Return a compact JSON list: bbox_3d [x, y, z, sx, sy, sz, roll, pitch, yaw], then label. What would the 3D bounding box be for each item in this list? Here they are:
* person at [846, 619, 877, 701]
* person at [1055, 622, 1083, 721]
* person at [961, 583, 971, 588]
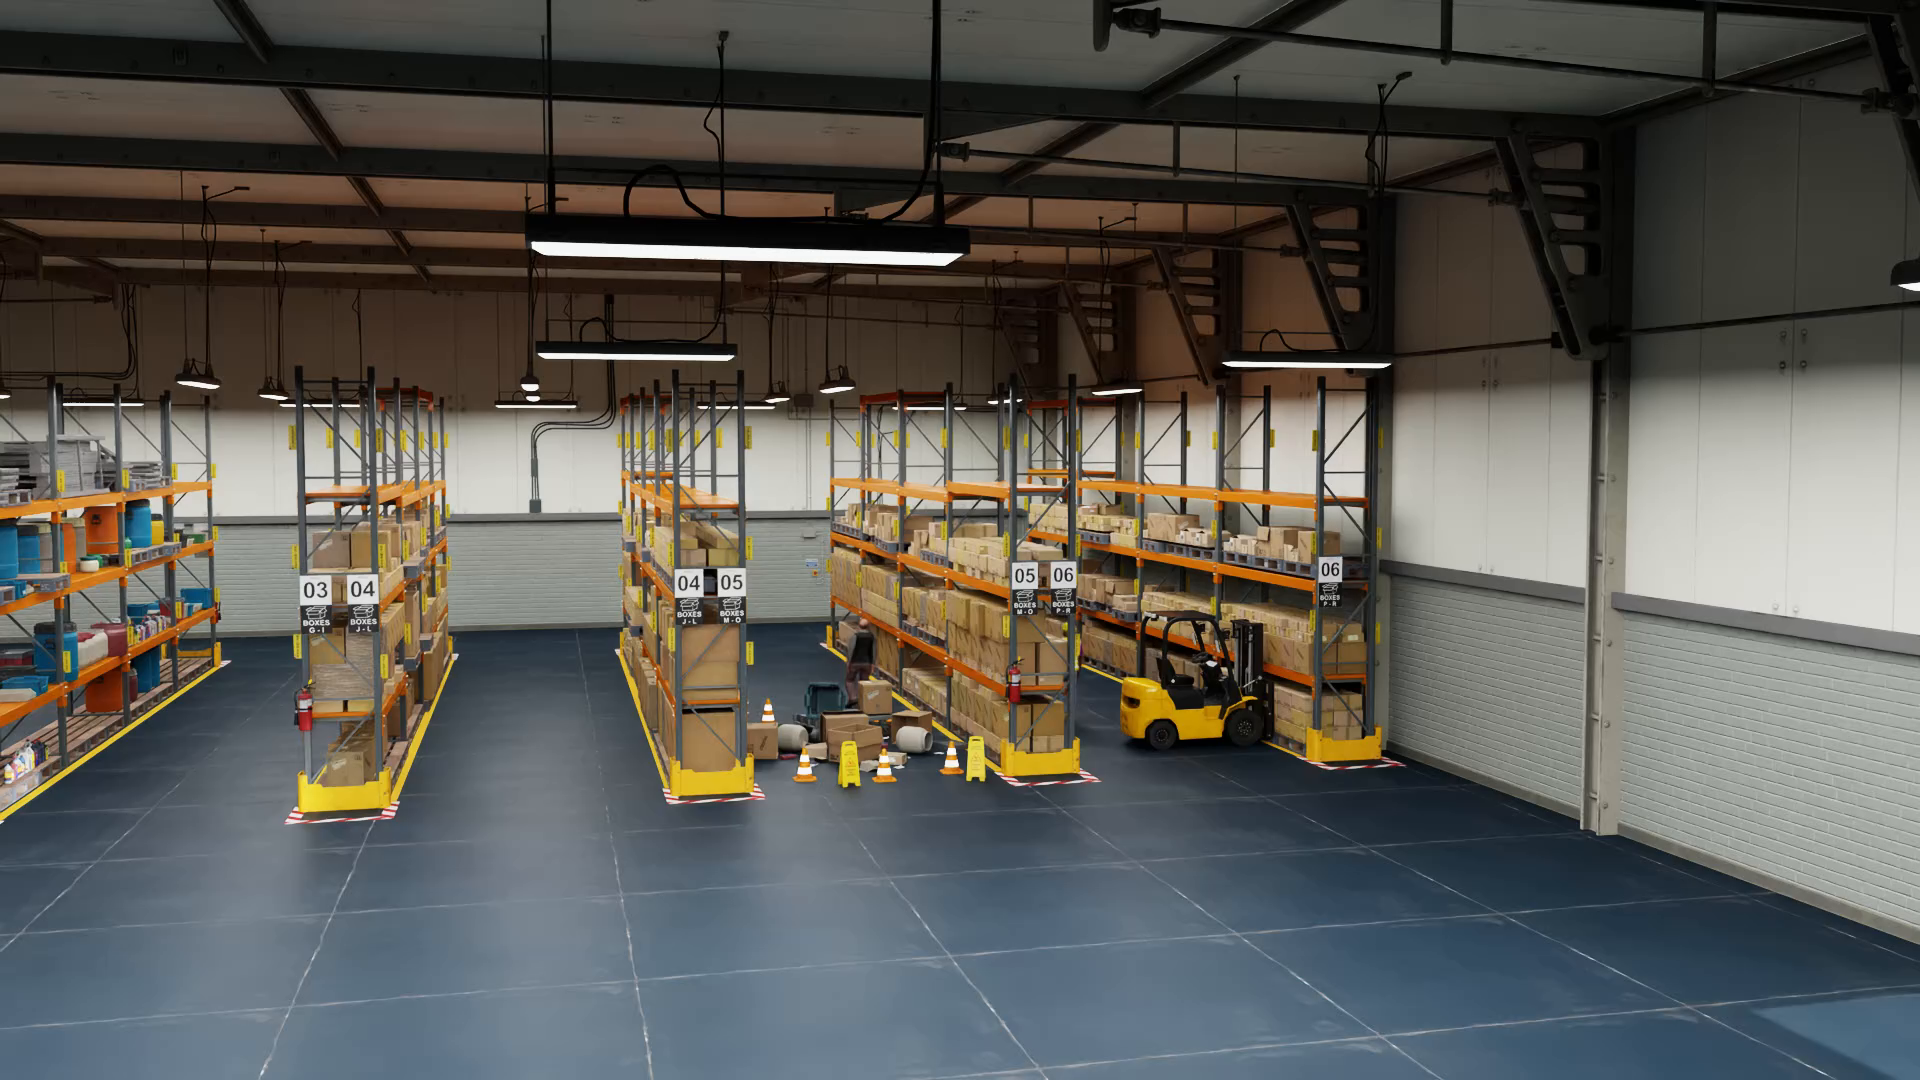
[{"bbox_3d":[-1.826,2.279,30.651,0.587,1.669,0.425,-1,4,-16],"label":"person"},{"bbox_3d":[1.936,2.374,29.700,0.591,1.810,0.602,-1,4,-18],"label":"person"},{"bbox_3d":[0.149,1.812,39.842,0.404,1.693,0.527,1,4,23],"label":"person"}]
